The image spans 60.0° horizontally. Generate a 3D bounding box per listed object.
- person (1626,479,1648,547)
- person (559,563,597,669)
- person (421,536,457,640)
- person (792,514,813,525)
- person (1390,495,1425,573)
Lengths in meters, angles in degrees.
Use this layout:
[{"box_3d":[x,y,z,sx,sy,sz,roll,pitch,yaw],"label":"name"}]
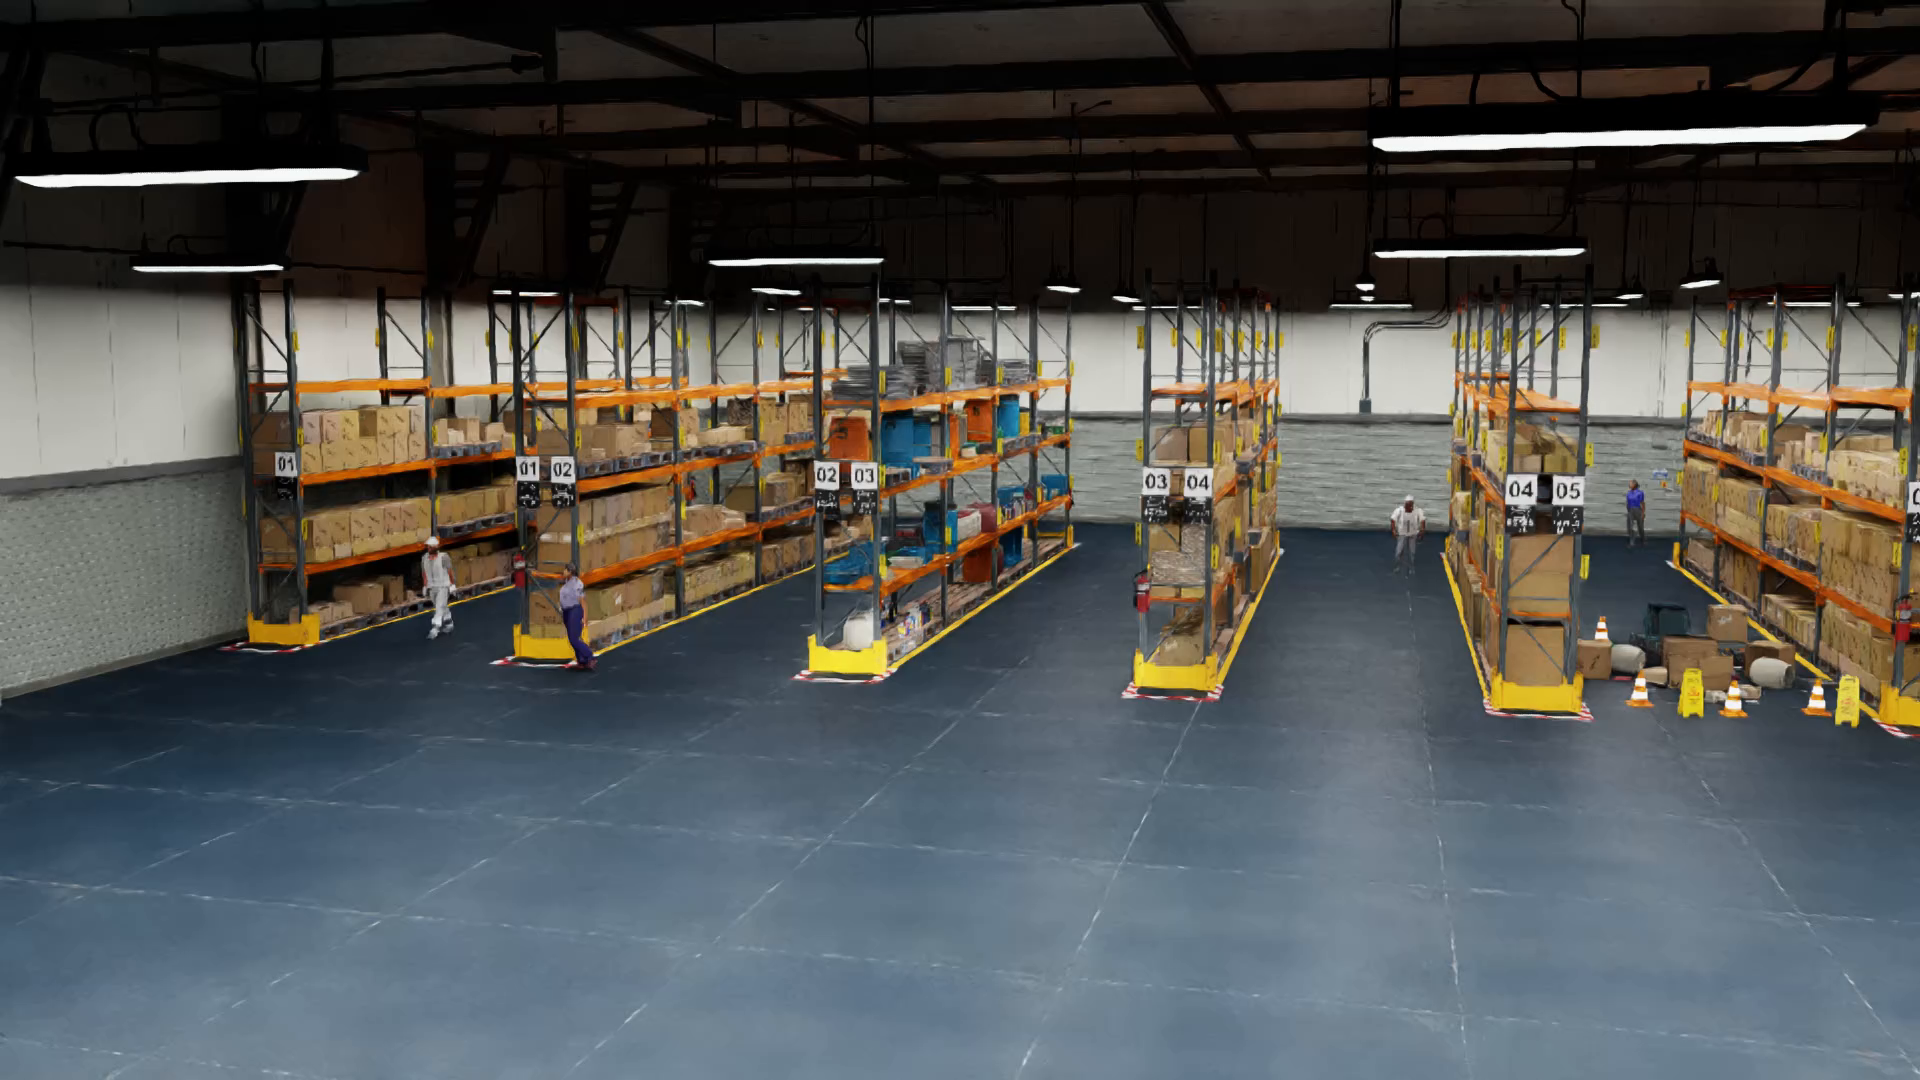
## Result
[{"box_3d":[16.527,-0.667,40.568,0.552,1.646,0.508,-5,9,-38],"label":"person"},{"box_3d":[-5.816,1.164,25.309,0.463,1.633,0.623,-4,8,-32],"label":"person"},{"box_3d":[-8.830,0.783,27.995,0.553,1.707,1.105,2,7,16],"label":"person"},{"box_3d":[-4.200,-1.188,44.762,0.642,1.664,0.497,-4,8,-27],"label":"person"},{"box_3d":[9.636,-0.131,35.817,0.719,1.714,0.578,2,7,13],"label":"person"}]
